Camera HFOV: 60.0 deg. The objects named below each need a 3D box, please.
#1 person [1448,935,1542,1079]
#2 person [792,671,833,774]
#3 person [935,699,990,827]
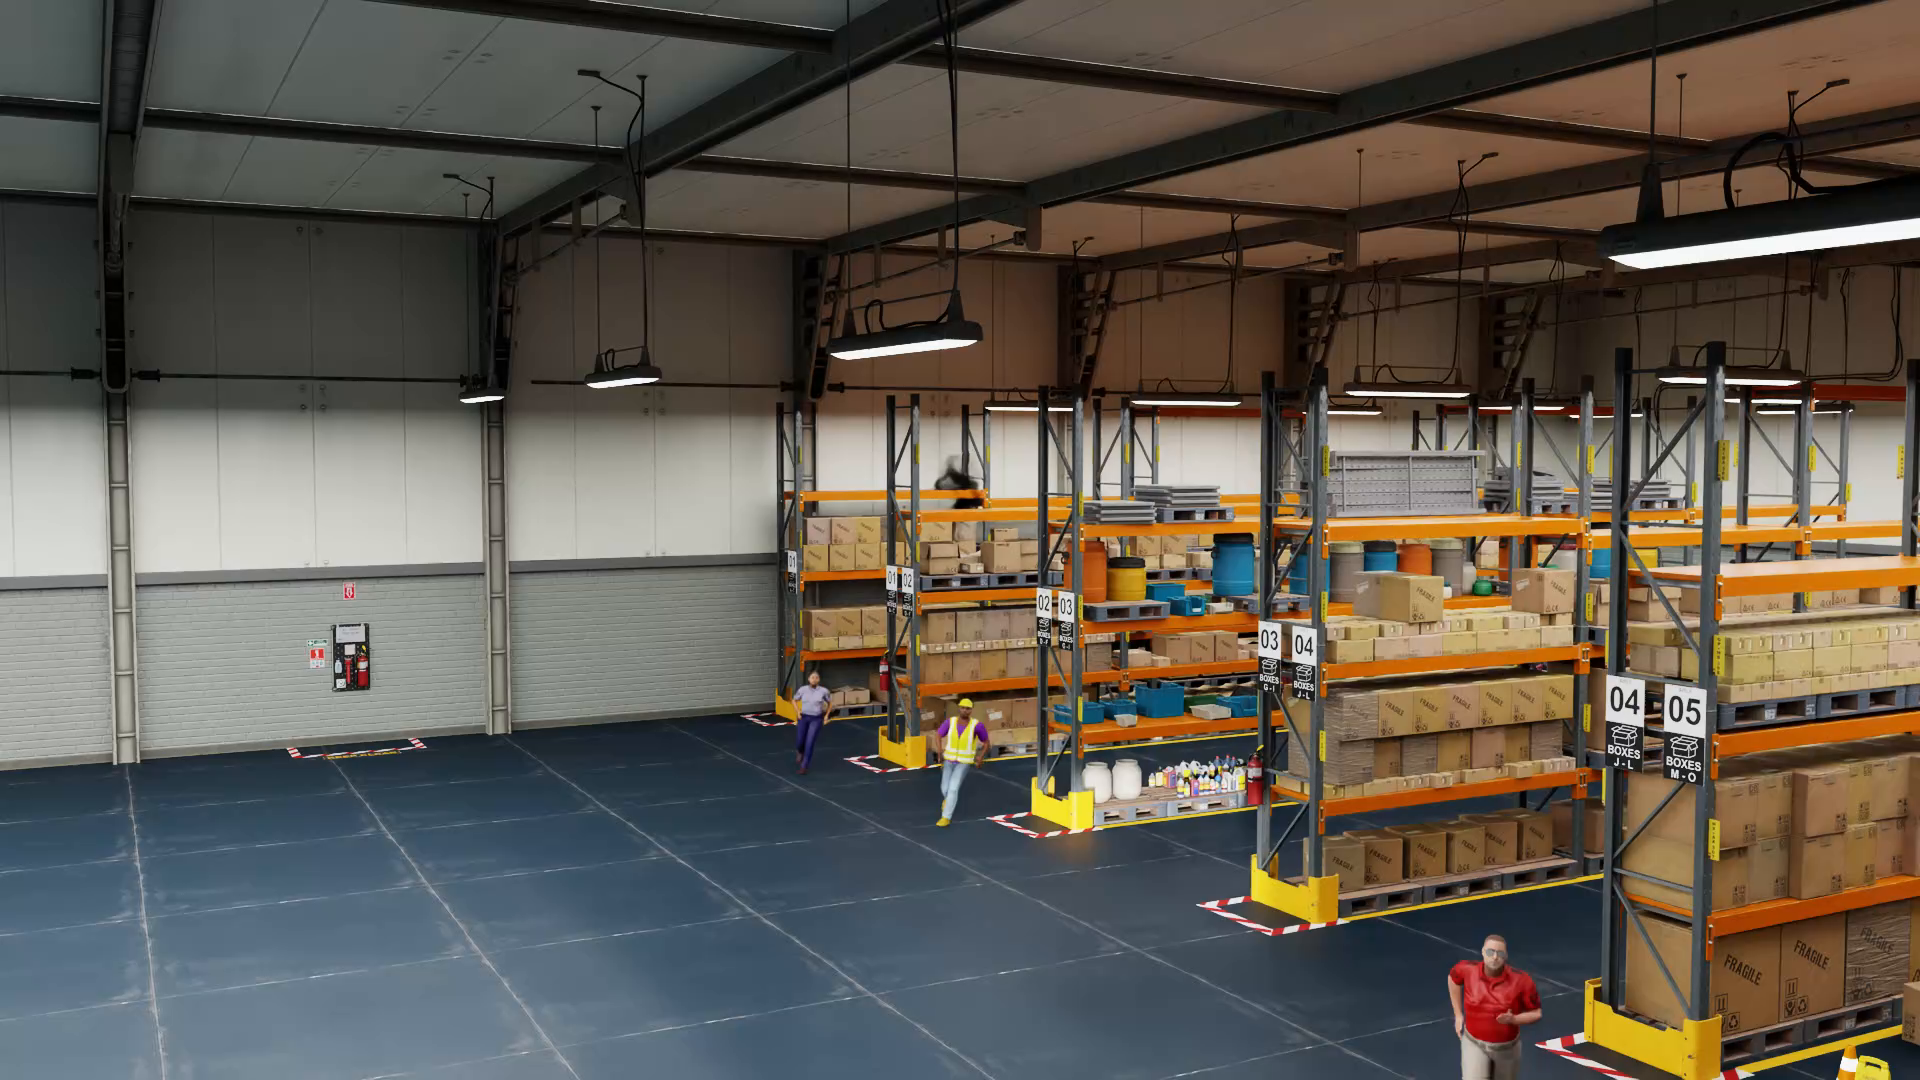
[{"bbox_3d":[3.799,3.664,11.839,0.609,1.795,0.872,1,3,12],"label":"person"},{"bbox_3d":[-2.351,2.881,26.434,0.654,1.591,0.733,0,3,3],"label":"person"},{"bbox_3d":[0.010,3.021,22.780,0.758,1.711,0.787,1,3,13],"label":"person"}]
